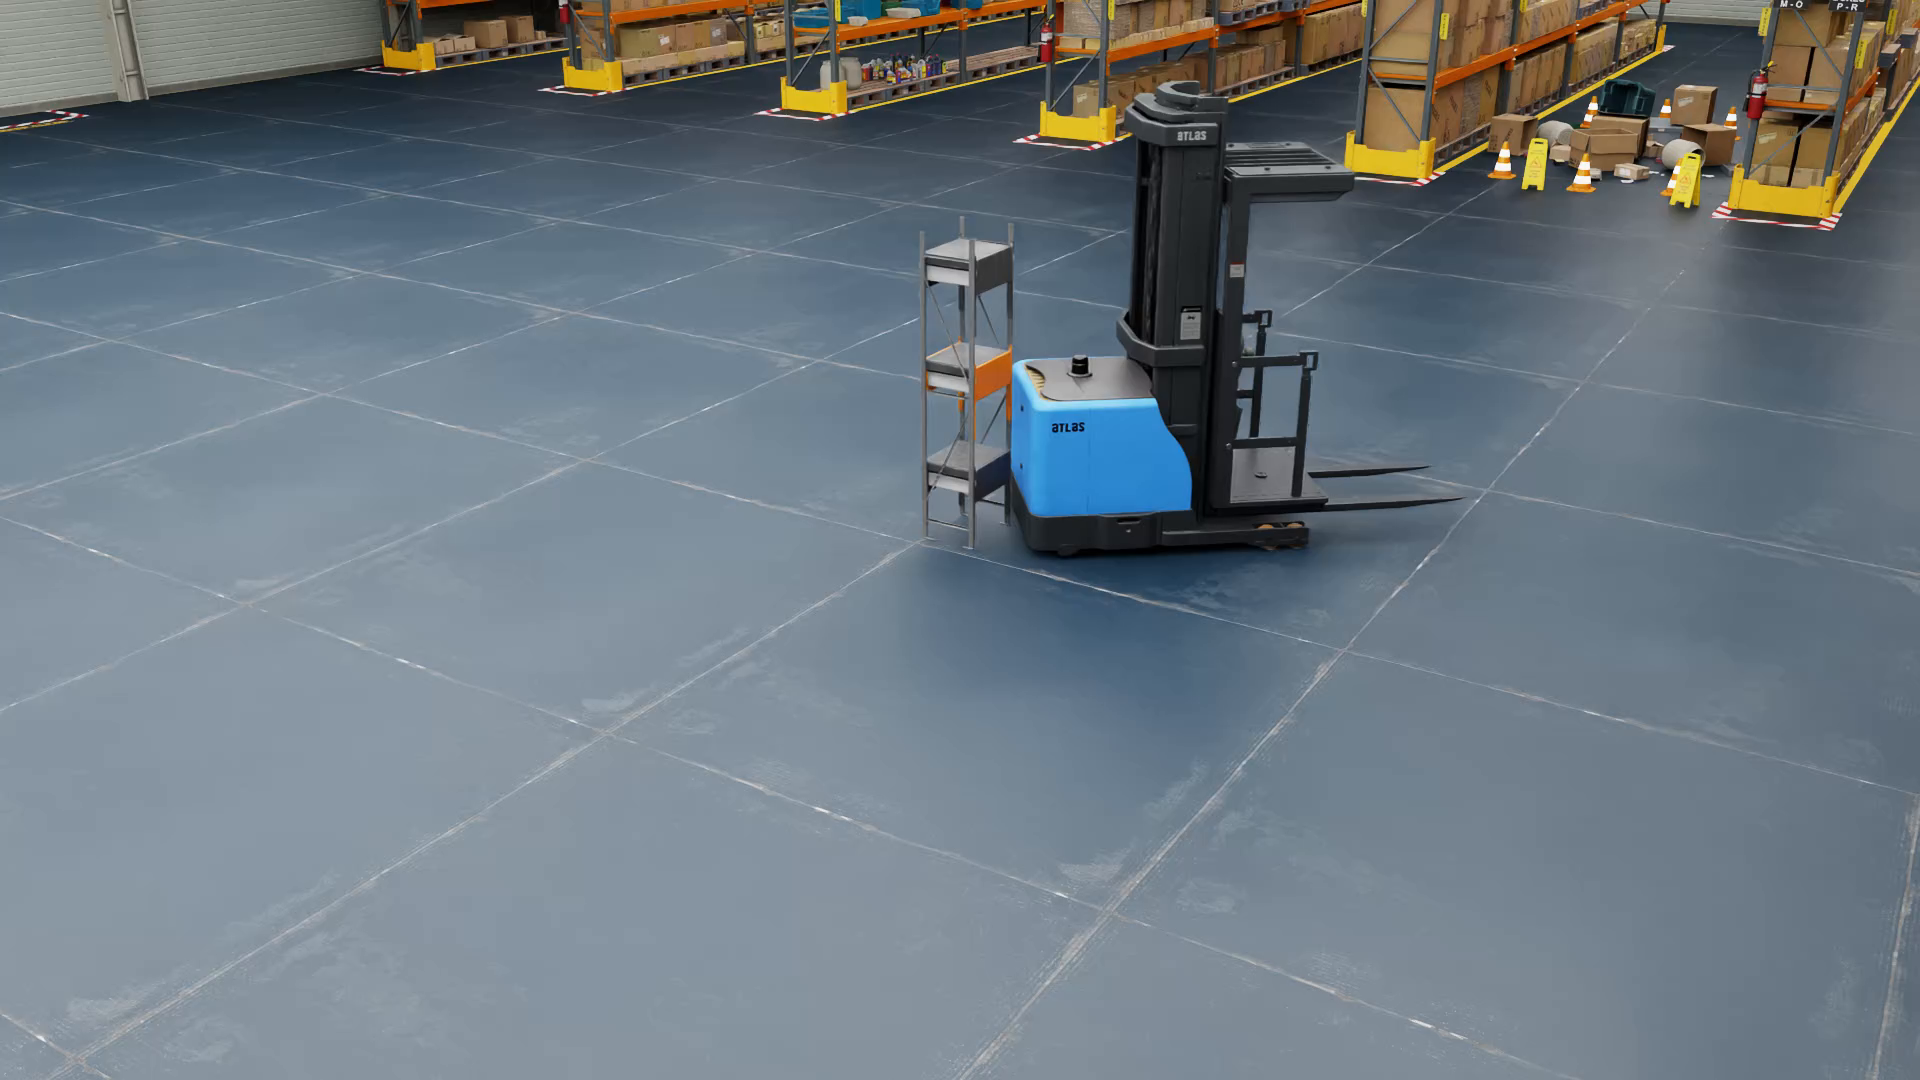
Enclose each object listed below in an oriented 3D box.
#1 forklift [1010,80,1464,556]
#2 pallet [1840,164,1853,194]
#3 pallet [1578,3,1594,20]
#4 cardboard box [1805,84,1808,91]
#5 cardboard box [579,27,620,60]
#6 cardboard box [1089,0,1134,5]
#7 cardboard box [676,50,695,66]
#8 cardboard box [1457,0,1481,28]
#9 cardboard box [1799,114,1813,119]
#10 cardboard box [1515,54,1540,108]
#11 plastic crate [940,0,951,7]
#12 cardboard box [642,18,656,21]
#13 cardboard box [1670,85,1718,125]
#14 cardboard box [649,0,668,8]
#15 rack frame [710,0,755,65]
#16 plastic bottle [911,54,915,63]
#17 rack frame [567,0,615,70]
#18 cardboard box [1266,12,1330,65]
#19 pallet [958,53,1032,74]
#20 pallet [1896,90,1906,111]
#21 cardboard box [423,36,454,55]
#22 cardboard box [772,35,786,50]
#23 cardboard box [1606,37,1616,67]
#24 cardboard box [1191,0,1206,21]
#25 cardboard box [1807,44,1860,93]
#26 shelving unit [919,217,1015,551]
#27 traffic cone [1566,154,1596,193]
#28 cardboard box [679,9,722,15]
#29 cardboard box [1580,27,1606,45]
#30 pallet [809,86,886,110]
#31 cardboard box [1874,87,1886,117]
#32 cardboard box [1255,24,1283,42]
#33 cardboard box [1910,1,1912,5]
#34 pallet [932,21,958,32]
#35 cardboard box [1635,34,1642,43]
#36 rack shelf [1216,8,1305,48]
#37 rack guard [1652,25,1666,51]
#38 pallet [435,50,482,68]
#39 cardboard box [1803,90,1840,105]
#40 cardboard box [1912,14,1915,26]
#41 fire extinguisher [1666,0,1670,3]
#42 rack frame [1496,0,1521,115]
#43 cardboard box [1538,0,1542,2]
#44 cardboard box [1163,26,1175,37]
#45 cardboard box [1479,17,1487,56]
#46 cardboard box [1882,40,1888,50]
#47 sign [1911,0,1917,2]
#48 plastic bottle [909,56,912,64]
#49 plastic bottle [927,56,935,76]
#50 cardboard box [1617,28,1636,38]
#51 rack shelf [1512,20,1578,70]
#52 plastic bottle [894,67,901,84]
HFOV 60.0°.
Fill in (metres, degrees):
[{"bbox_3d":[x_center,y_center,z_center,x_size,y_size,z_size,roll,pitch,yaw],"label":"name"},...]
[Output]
[{"bbox_3d":[1.900,-1.484,10.989,3.031,2.935,1.130,-3,24,-7],"label":"forklift"},{"bbox_3d":[11.322,-4.884,22.265,1.003,0.211,1.213,14,27,29],"label":"pallet"},{"bbox_3d":[10.426,-9.339,29.288,1.213,0.211,1.003,14,27,29],"label":"pallet"},{"bbox_3d":[10.752,-5.857,21.321,0.380,0.149,0.250,14,27,30],"label":"cardboard box"},{"bbox_3d":[-6.624,-9.133,30.560,0.500,0.500,0.500,14,27,29],"label":"cardboard box"},{"bbox_3d":[2.282,-8.307,24.905,0.500,0.500,0.500,14,27,29],"label":"cardboard box"},{"bbox_3d":[-5.389,-9.186,31.626,0.500,0.250,0.500,14,27,29],"label":"cardboard box"},{"bbox_3d":[6.772,-7.511,23.276,0.875,0.550,0.550,14,27,29],"label":"cardboard box"},{"bbox_3d":[10.925,-5.406,21.951,0.500,0.500,0.500,13,27,28],"label":"cardboard box"},{"bbox_3d":[8.794,-7.527,27.165,1.050,0.750,0.750,14,27,29],"label":"cardboard box"},{"bbox_3d":[-0.342,-10.182,30.915,0.402,0.464,0.583,14,27,29],"label":"plastic crate"},{"bbox_3d":[-7.350,-12.003,37.793,0.700,0.500,0.500,14,27,29],"label":"cardboard box"},{"bbox_3d":[10.761,-6.374,24.391,0.500,0.500,0.500,14,27,29],"label":"cardboard box"},{"bbox_3d":[-5.857,-10.160,30.818,0.700,0.500,0.500,14,27,29],"label":"cardboard box"},{"bbox_3d":[-4.544,-10.965,32.802,1.000,3.000,0.127,14,27,29],"label":"rack frame"},{"bbox_3d":[-0.878,-8.860,30.820,0.097,0.271,0.097,0,23,0],"label":"plastic bottle"},{"bbox_3d":[-6.654,-9.615,29.684,1.000,3.000,0.127,14,27,29],"label":"rack frame"},{"bbox_3d":[6.362,-9.684,31.989,1.225,0.875,0.875,12,26,27],"label":"cardboard box"},{"bbox_3d":[0.686,-9.332,32.542,1.003,0.211,1.213,14,27,29],"label":"pallet"},{"bbox_3d":[15.523,-7.541,28.405,1.003,0.211,1.213,14,27,29],"label":"pallet"},{"bbox_3d":[-10.423,-9.834,33.021,0.500,0.311,0.500,11,26,23],"label":"cardboard box"},{"bbox_3d":[-3.850,-10.152,33.858,0.500,0.250,0.500,15,27,30],"label":"cardboard box"},{"bbox_3d":[12.074,-9.257,31.475,0.500,0.500,0.500,13,27,28],"label":"cardboard box"},{"bbox_3d":[3.580,-8.931,27.604,0.875,0.500,0.500,14,27,29],"label":"cardboard box"},{"bbox_3d":[10.665,-5.745,20.244,0.500,0.500,0.500,13,27,28],"label":"cardboard box"},{"bbox_3d":[0.045,-1.016,10.954,0.431,2.100,0.503,14,27,28],"label":"shelving unit"},{"bbox_3d":[8.188,-4.830,21.824,0.336,0.463,0.334,14,27,29],"label":"traffic cone"},{"bbox_3d":[-6.145,-12.778,39.169,0.750,0.750,0.750,13,27,28],"label":"cardboard box"},{"bbox_3d":[11.523,-9.247,30.509,0.500,0.250,0.500,13,26,27],"label":"cardboard box"},{"bbox_3d":[-2.015,-7.604,28.550,1.003,0.211,1.213,14,27,29],"label":"pallet"},{"bbox_3d":[14.093,-6.959,26.328,0.950,0.372,0.625,12,26,25],"label":"cardboard box"},{"bbox_3d":[5.652,-9.404,30.846,0.500,0.250,0.500,15,28,31],"label":"cardboard box"},{"bbox_3d":[14.867,-8.781,26.373,0.500,0.500,0.500,13,27,27],"label":"cardboard box"},{"bbox_3d":[-0.721,-12.103,38.941,1.003,0.211,1.213,14,27,29],"label":"pallet"},{"bbox_3d":[13.517,-10.112,33.519,0.380,0.149,0.250,14,27,29],"label":"cardboard box"},{"bbox_3d":[4.925,-9.232,29.706,1.077,0.370,4.000,14,27,29],"label":"rack shelf"},{"bbox_3d":[14.320,-10.691,35.317,1.175,0.500,0.348,14,27,29],"label":"rack guard"},{"bbox_3d":[-10.366,-9.664,33.308,1.003,0.211,1.213,14,27,29],"label":"pallet"},{"bbox_3d":[10.534,-5.417,20.303,0.380,0.149,0.250,14,27,29],"label":"cardboard box"},{"bbox_3d":[15.666,-8.725,27.816,0.500,0.250,0.500,14,27,29],"label":"cardboard box"},{"bbox_3d":[14.885,-11.646,34.942,0.296,0.674,0.183,14,27,29],"label":"fire extinguisher"},{"bbox_3d":[8.031,-7.814,25.524,1.000,3.000,0.127,14,27,29],"label":"rack frame"},{"bbox_3d":[9.091,-9.002,26.884,0.700,0.500,0.500,14,27,28],"label":"cardboard box"},{"bbox_3d":[3.203,-8.135,26.582,0.380,0.149,0.250,14,27,29],"label":"cardboard box"},{"bbox_3d":[7.190,-7.408,24.397,0.875,0.550,0.550,14,27,29],"label":"cardboard box"},{"bbox_3d":[12.849,-7.008,23.451,0.380,0.149,0.250,14,27,30],"label":"cardboard box"},{"bbox_3d":[14.865,-8.545,25.856,0.100,0.325,0.005,14,27,29],"label":"sign"},{"bbox_3d":[-0.935,-8.728,30.501,0.061,0.283,0.133,14,27,29],"label":"plastic bottle"},{"bbox_3d":[-0.534,-8.569,30.049,0.144,0.351,0.185,12,26,26],"label":"plastic bottle"},{"bbox_3d":[13.217,-10.082,33.075,0.380,0.149,0.250,15,27,30],"label":"cardboard box"},{"bbox_3d":[9.085,-8.159,27.226,1.077,0.370,4.000,14,27,29],"label":"rack shelf"},{"bbox_3d":[-1.092,-8.150,29.166,0.061,0.283,0.133,14,27,30],"label":"plastic bottle"}]
